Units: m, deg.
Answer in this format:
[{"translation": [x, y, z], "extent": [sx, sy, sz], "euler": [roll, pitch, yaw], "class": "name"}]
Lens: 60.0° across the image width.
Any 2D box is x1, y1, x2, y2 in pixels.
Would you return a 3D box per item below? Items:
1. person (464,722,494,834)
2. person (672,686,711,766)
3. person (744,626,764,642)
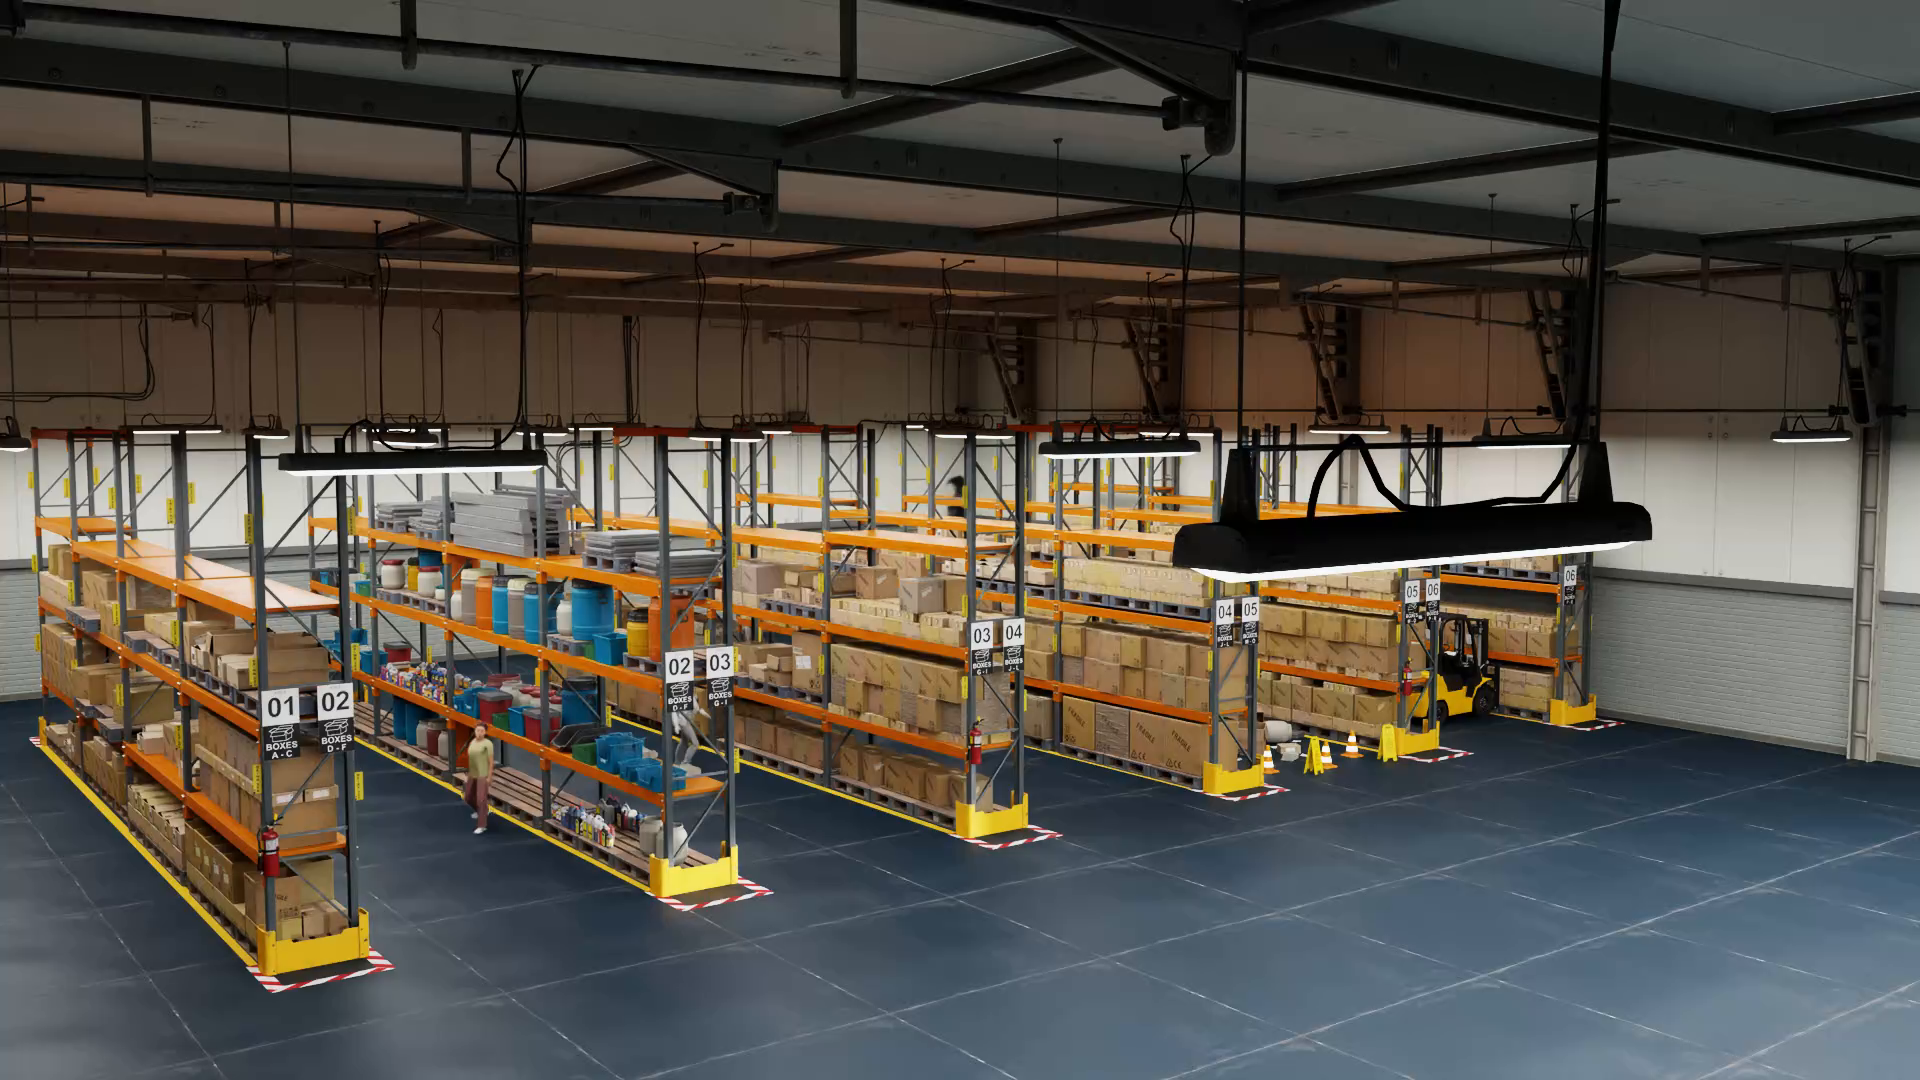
[{"translation": [-7.240, 3.536, 25.035], "extent": [0.671, 1.663, 0.610], "euler": [2, 5, 27], "class": "person"}, {"translation": [-4.749, 3.265, 29.248], "extent": [0.757, 1.629, 0.607], "euler": [1, 5, 10], "class": "person"}, {"translation": [-5.379, 2.072, 43.284], "extent": [0.662, 1.779, 0.856], "euler": [1, 5, 15], "class": "person"}]
